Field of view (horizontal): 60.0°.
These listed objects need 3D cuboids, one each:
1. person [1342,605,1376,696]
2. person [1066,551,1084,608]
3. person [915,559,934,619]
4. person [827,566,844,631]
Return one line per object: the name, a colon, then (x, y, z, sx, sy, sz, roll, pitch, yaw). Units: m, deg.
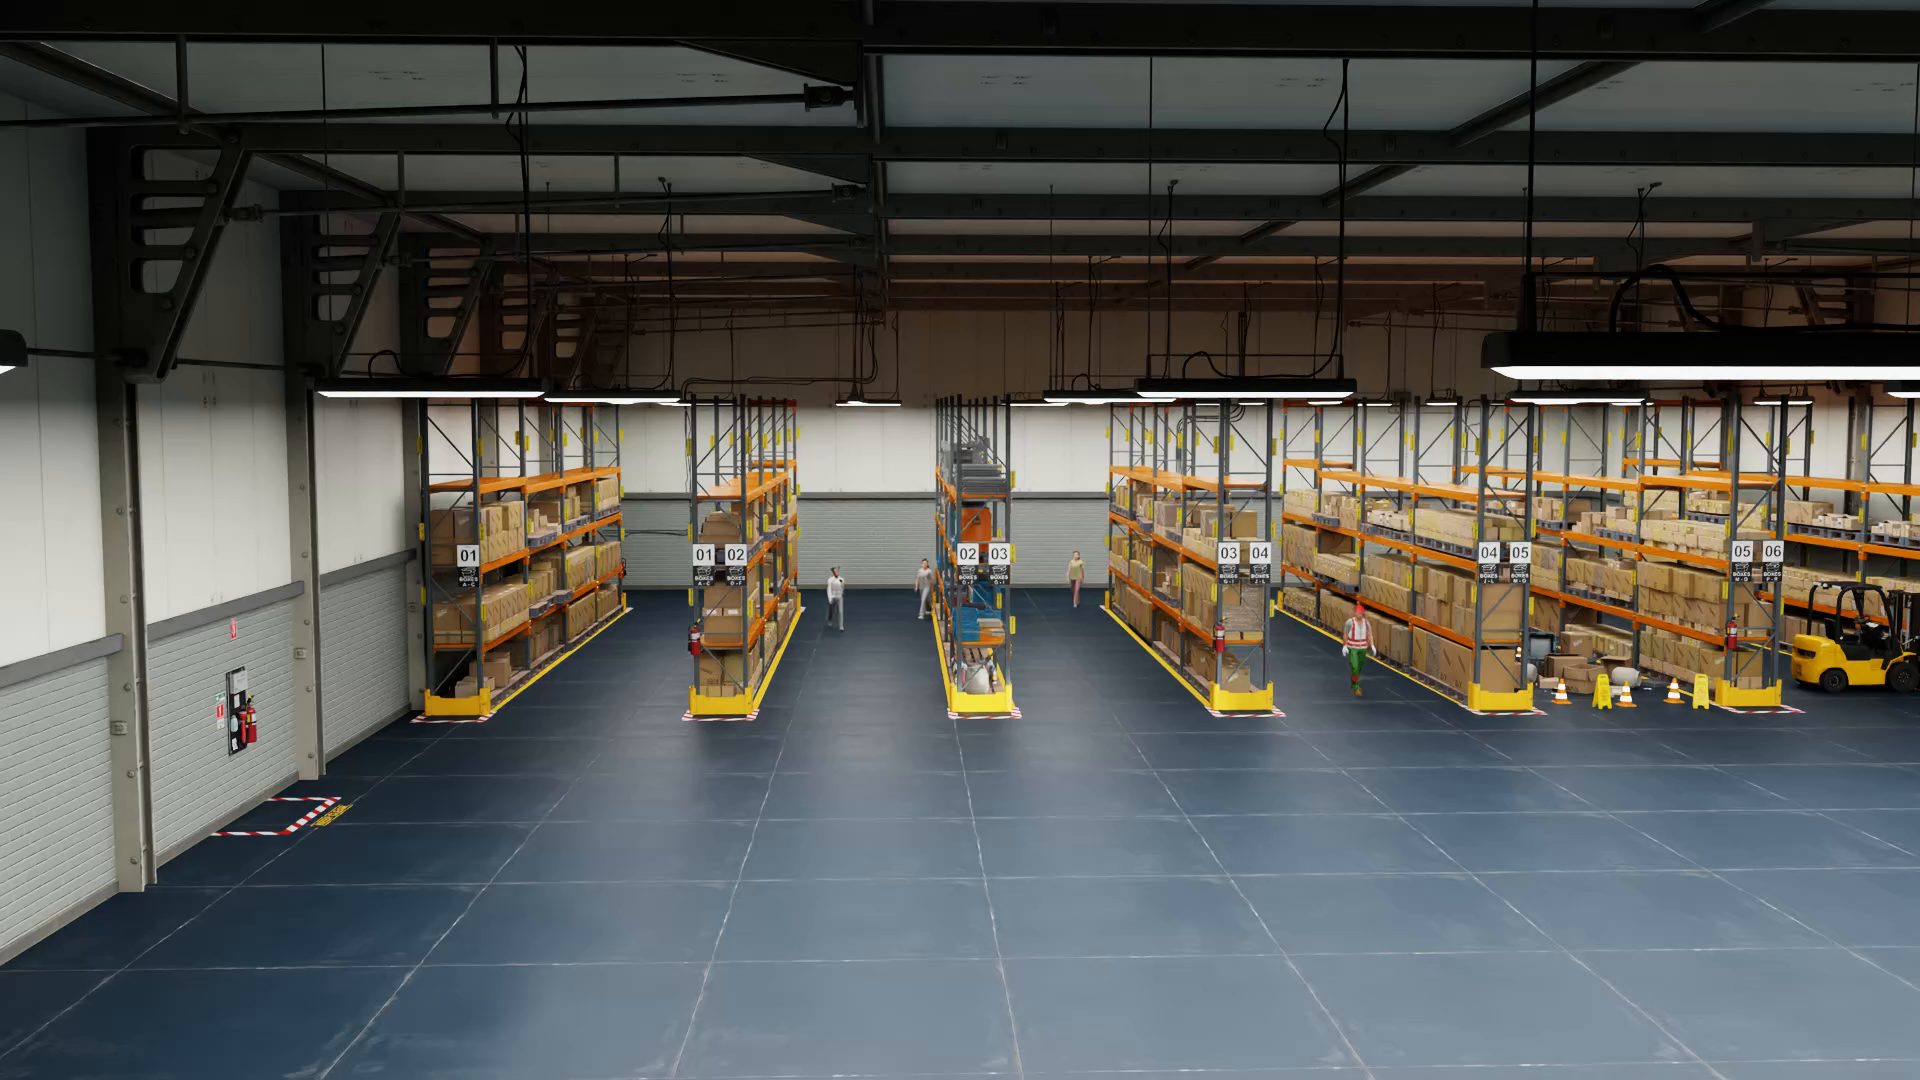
person: (8.027, 2.199, 33.447, 0.606, 1.789, 0.716, -1, 5, -12)
person: (3.341, 1.116, 48.043, 0.466, 1.619, 1.037, 2, 5, 19)
person: (-0.948, 1.321, 45.483, 0.444, 1.615, 1.071, 2, 5, 27)
person: (-3.218, 1.490, 43.063, 0.462, 1.640, 0.989, -1, 5, -12)
